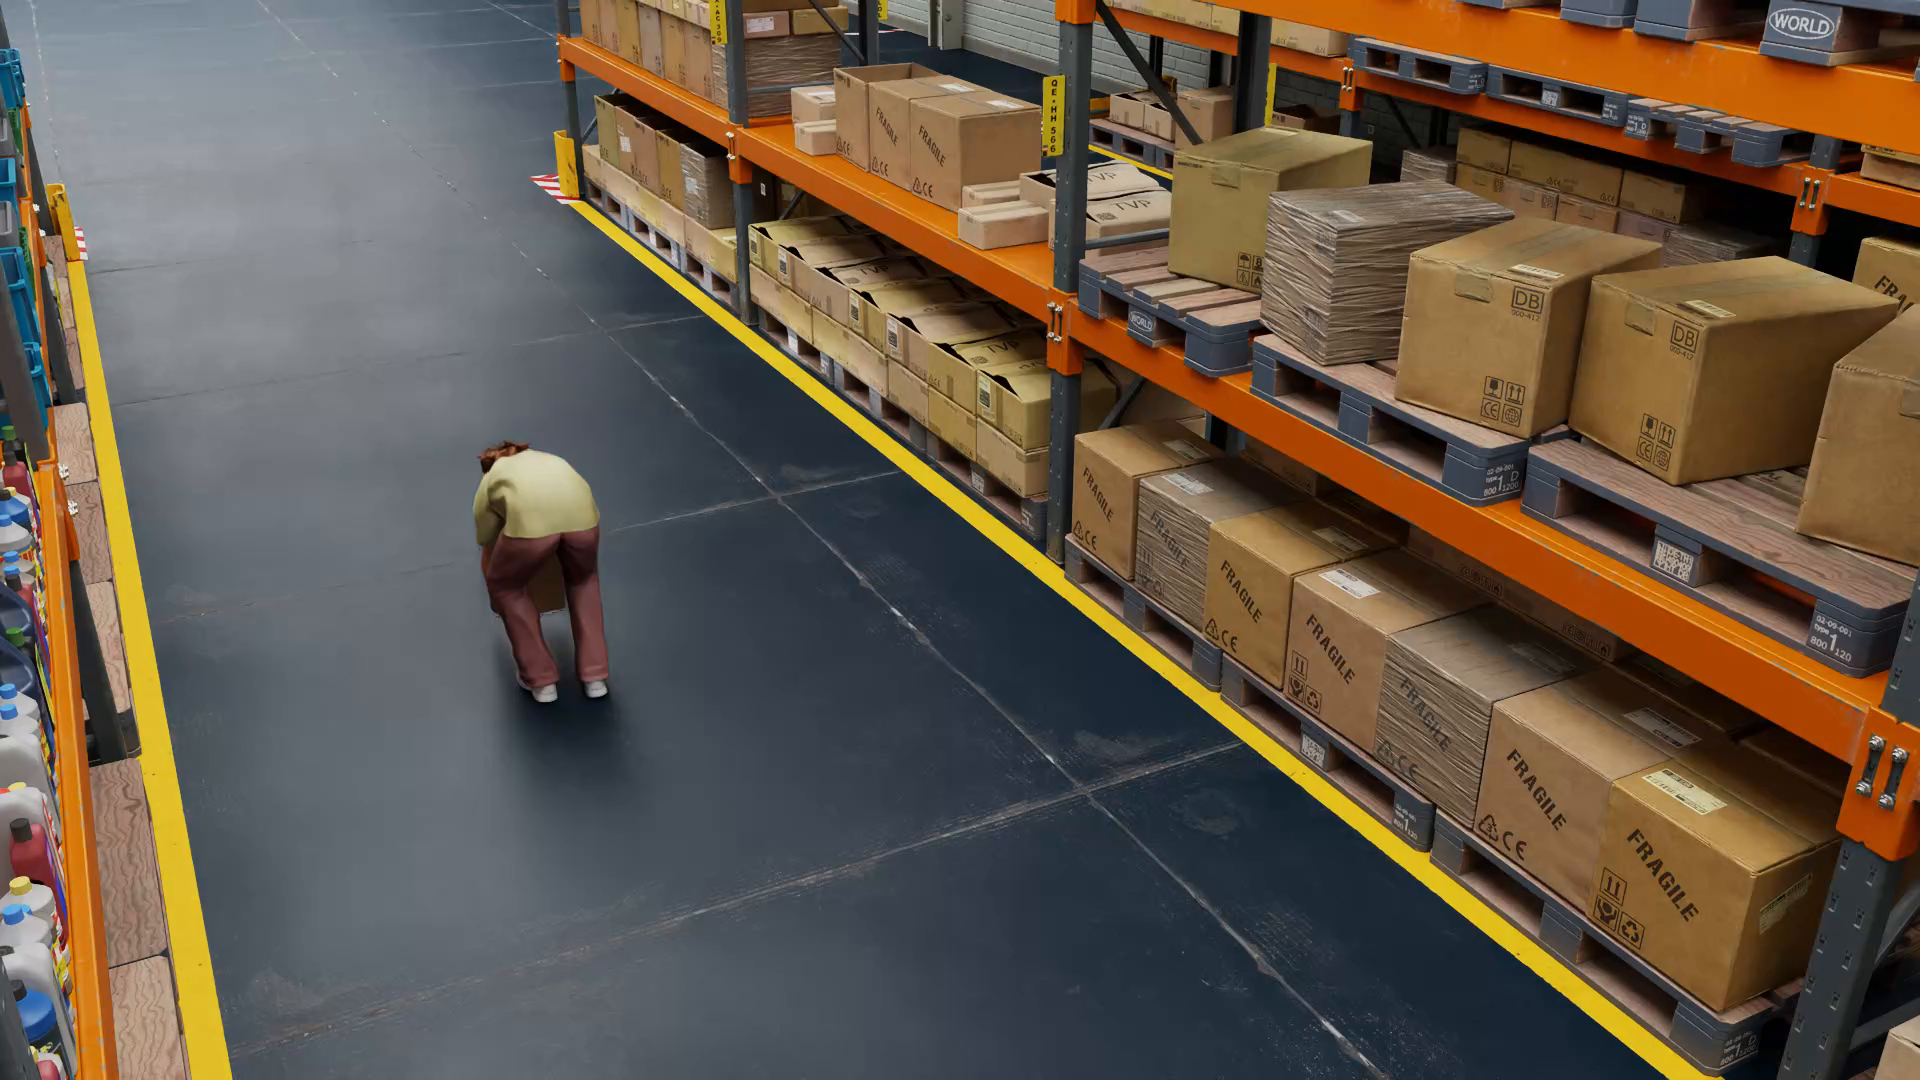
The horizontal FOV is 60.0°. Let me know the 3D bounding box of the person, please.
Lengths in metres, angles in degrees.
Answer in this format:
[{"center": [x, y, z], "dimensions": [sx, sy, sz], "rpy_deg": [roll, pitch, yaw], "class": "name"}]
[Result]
[{"center": [-1.708, 0.090, 6.718], "dimensions": [0.431, 0.990, 0.865], "rpy_deg": [-14, 29, -27], "class": "person"}]
